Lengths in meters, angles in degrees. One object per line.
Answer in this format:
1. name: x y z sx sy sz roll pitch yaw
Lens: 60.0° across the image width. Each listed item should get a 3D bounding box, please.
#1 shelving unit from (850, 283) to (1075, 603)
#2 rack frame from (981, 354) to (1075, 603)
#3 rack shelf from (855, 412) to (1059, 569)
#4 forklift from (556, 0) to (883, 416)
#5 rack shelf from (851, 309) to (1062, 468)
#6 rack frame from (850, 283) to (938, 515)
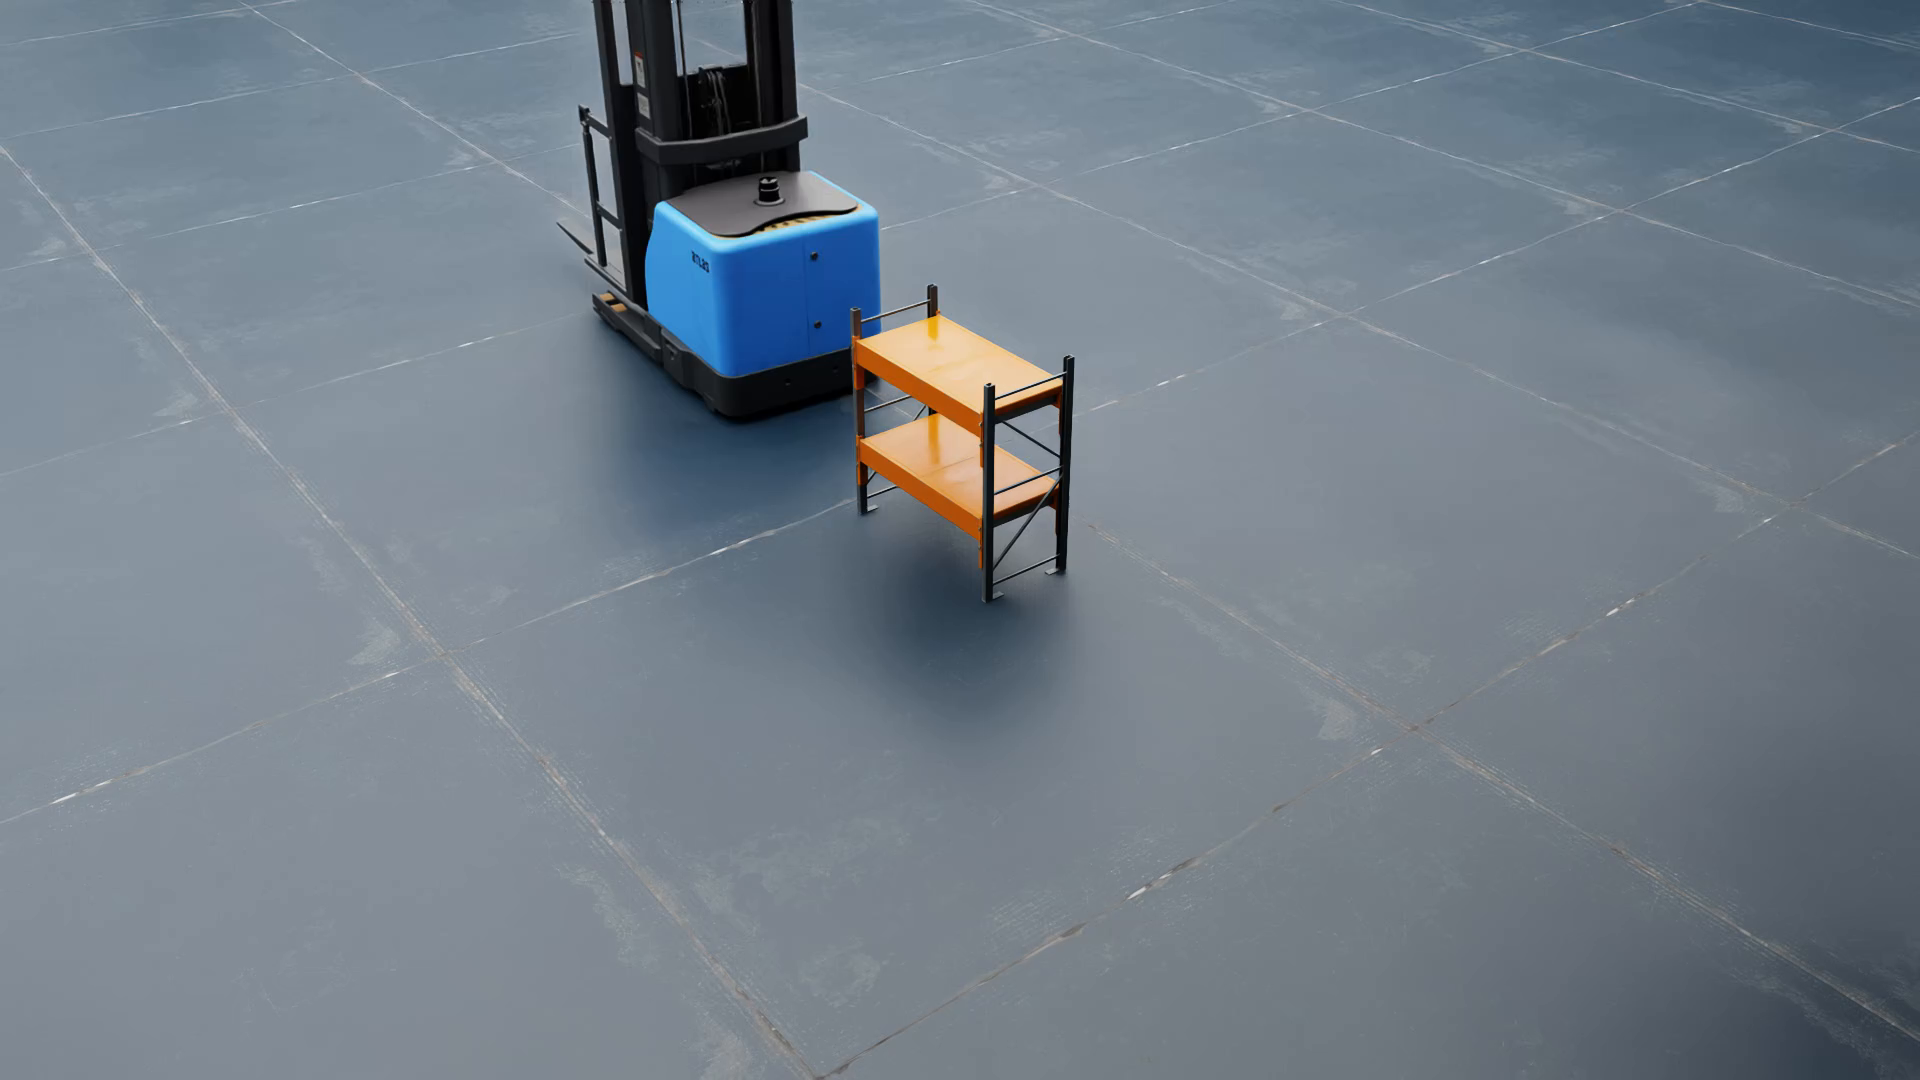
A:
1. shelving unit: -0.004 -0.481 7.958 0.538 1.125 1.048 -22 38 -31
2. rack frame: 0.308 -0.269 7.617 0.500 1.125 0.032 -22 38 -31
3. rack shelf: -0.004 -0.273 8.087 0.538 0.278 1.000 -22 38 -31
4. forklift: -1.655 -2.668 9.767 1.130 2.935 3.031 -19 36 -27
5. rack shelf: -0.004 -0.729 7.803 0.538 0.278 1.000 -22 38 -31
6. rack frame: -0.316 -0.693 8.299 0.500 1.125 0.032 -22 38 -31
